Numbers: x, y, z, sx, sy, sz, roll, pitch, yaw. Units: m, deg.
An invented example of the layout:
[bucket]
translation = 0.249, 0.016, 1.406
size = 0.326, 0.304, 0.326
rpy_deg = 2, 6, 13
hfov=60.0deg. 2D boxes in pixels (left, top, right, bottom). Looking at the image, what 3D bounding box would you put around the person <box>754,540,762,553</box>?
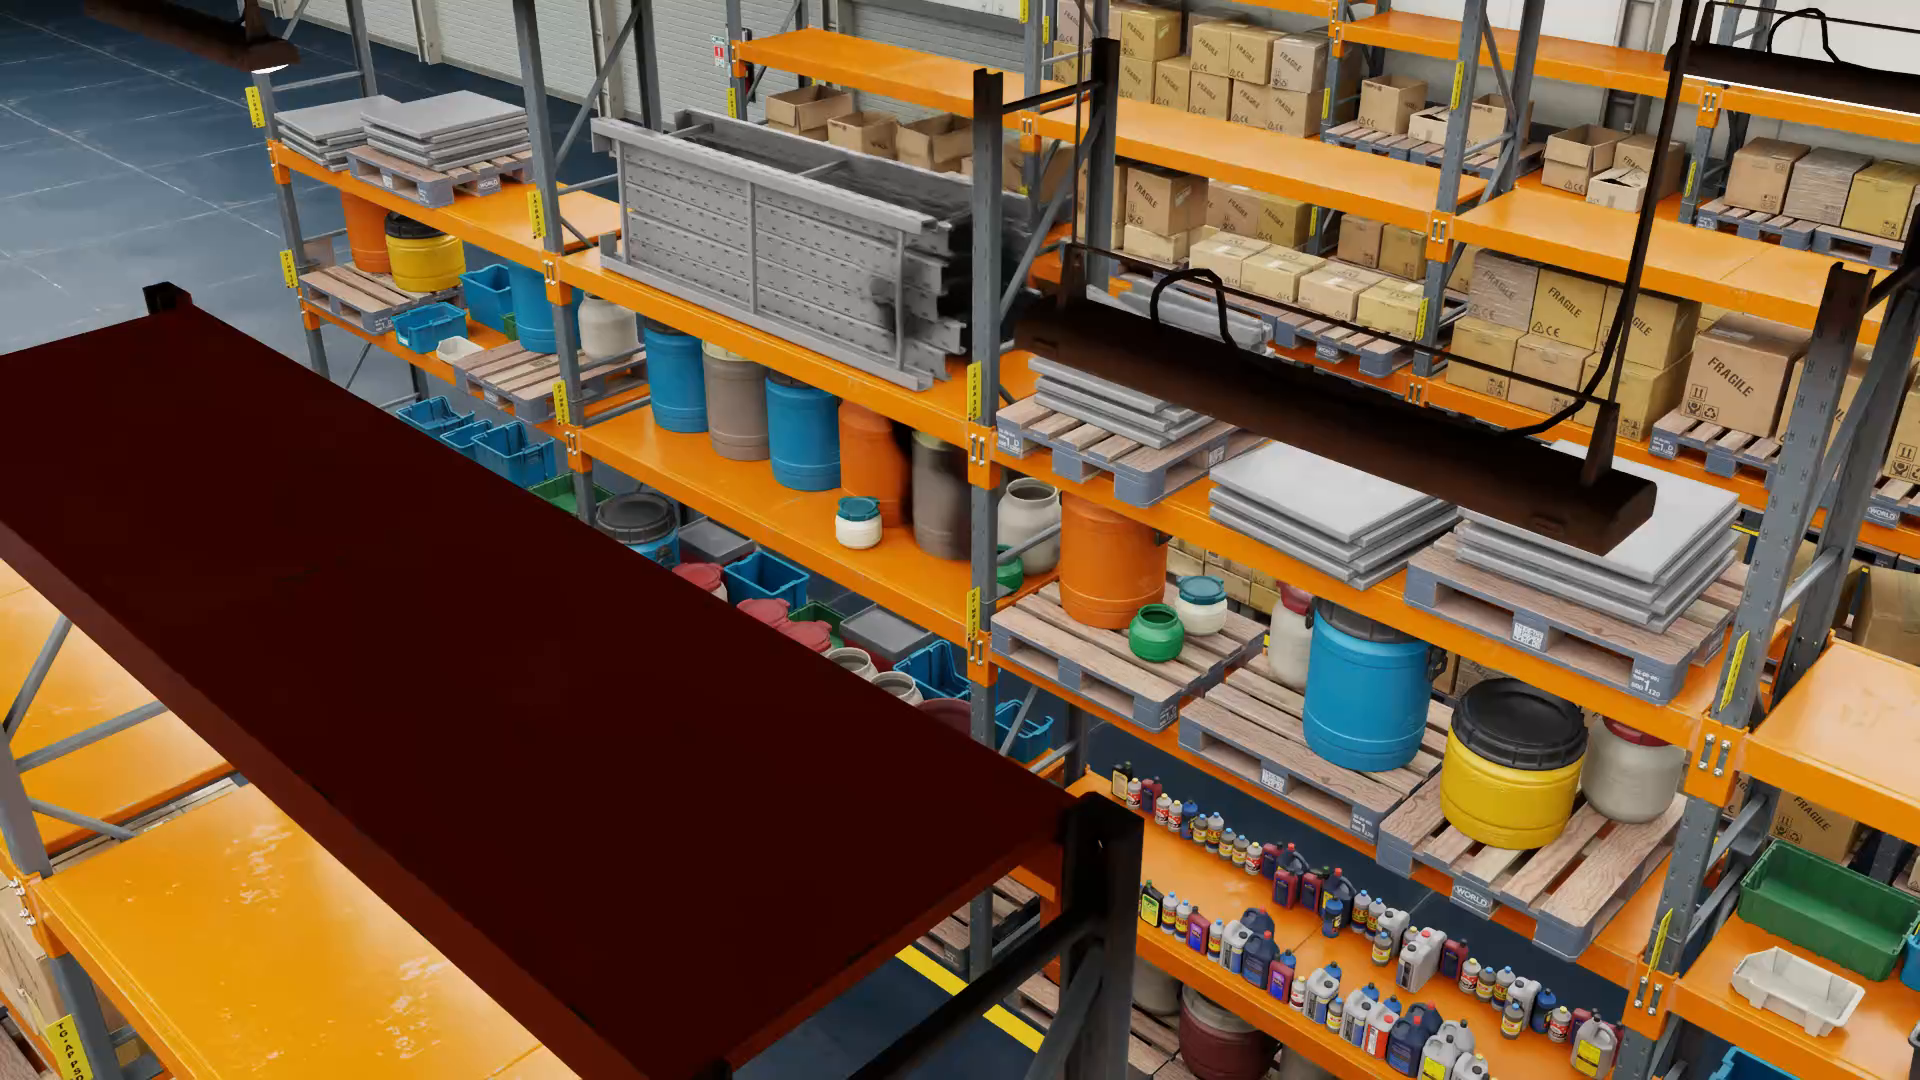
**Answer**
[person]
translation = -1.994, -0.212, 14.903
size = 0.767, 1.786, 0.638
rpy_deg = 24, 37, 36
